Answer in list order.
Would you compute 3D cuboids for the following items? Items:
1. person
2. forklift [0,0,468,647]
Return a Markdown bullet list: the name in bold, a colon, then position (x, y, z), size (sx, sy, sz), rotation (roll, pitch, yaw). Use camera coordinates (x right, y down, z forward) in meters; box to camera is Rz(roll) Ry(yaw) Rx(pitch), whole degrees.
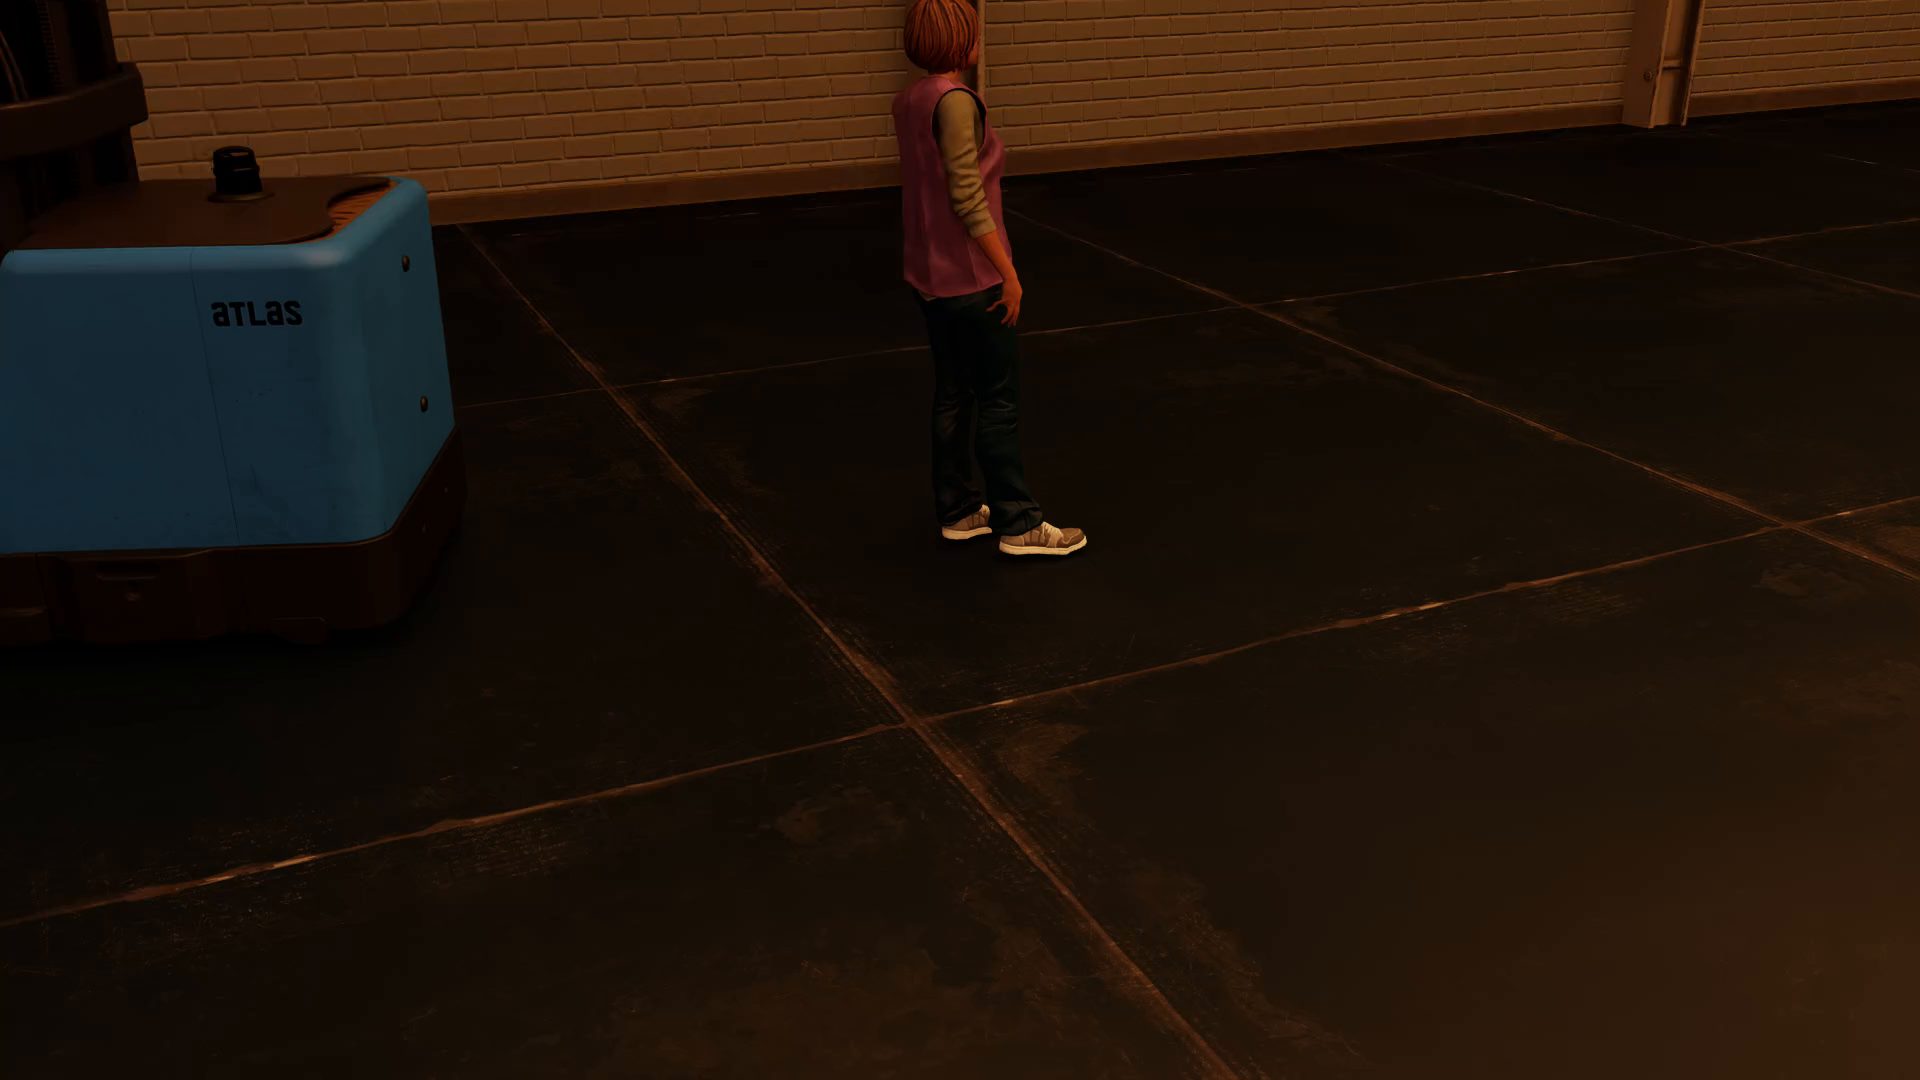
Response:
- **person**: position (0.073, -0.751, 4.816), size (0.473, 1.599, 0.521), rotation (-10, 25, -23)
- **forklift**: position (-3.025, -1.210, 4.199), size (3.031, 2.935, 1.130), rotation (-2, 23, -4)
